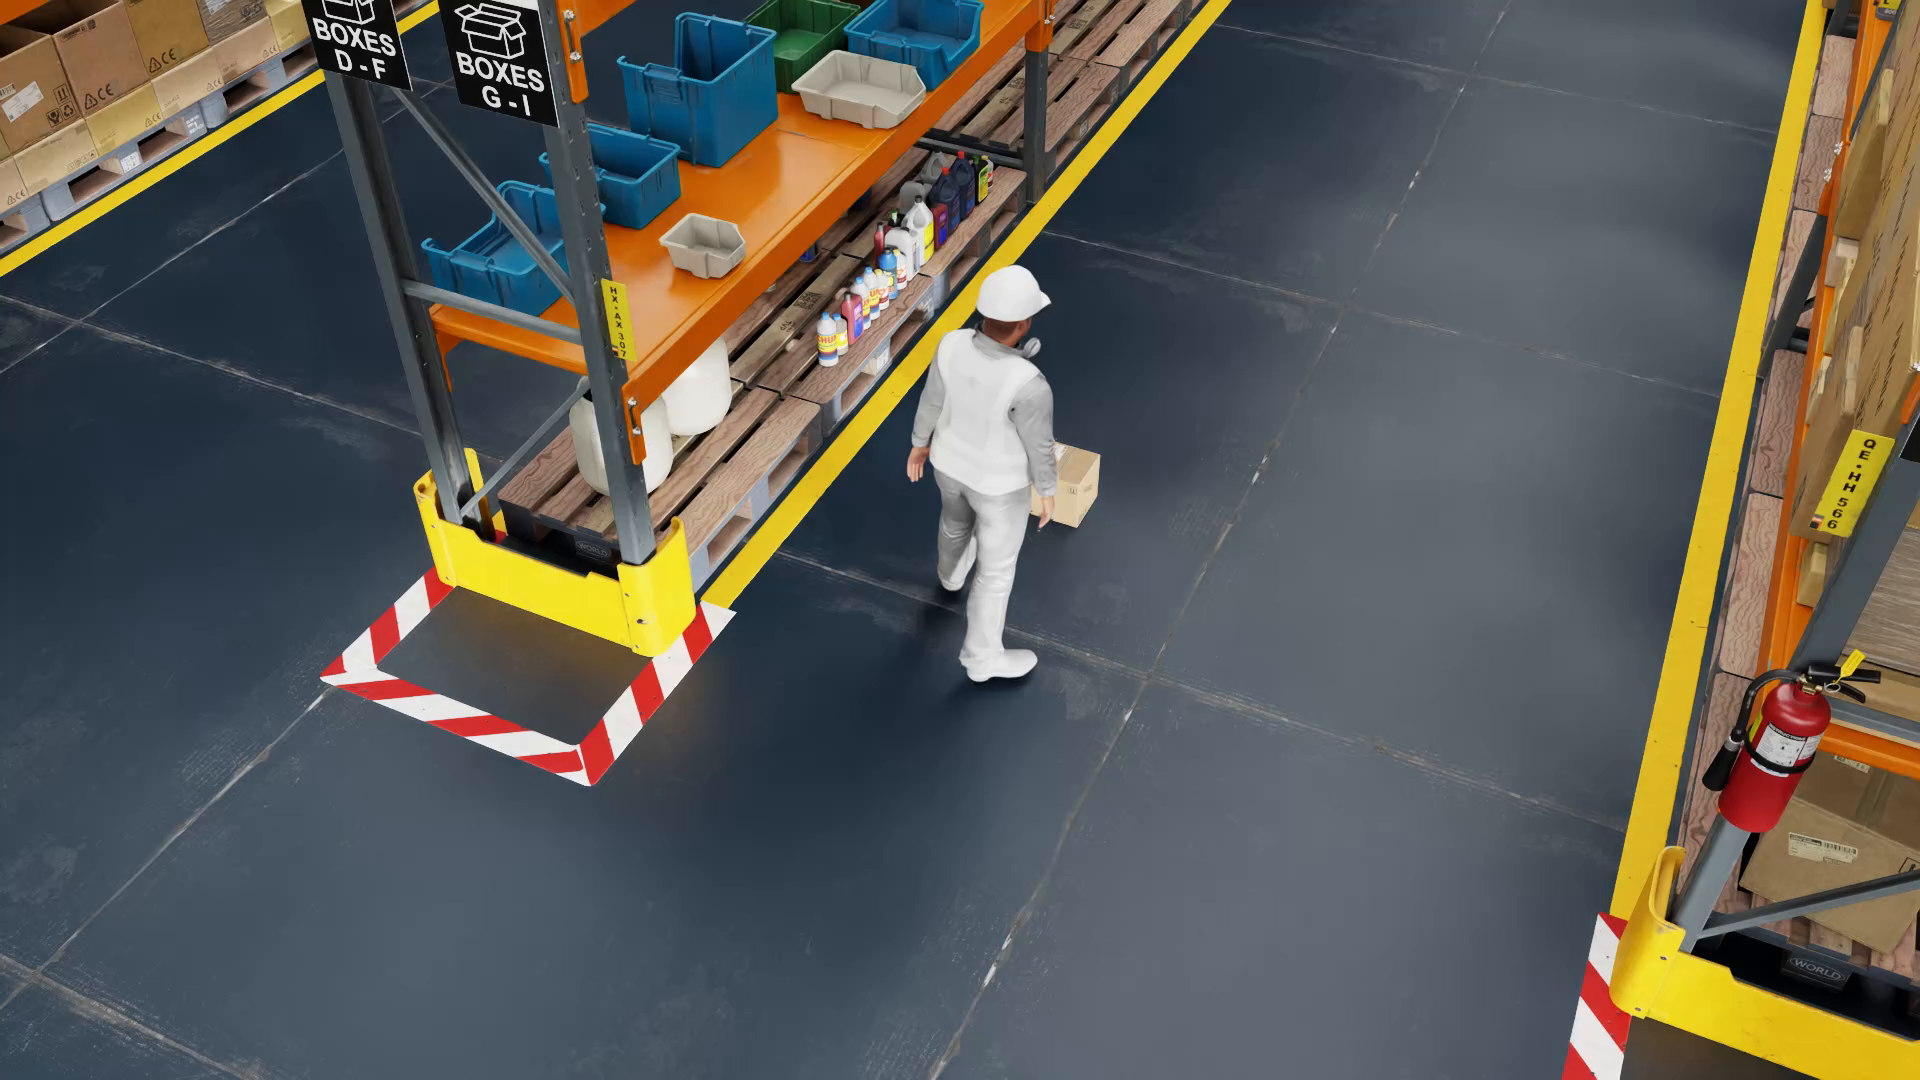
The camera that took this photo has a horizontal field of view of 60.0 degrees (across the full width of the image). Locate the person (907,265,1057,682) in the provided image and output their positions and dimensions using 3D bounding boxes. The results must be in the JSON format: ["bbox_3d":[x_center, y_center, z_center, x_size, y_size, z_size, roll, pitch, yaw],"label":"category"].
[{"bbox_3d":[0.091,-0.315,6.473,0.711,1.753,0.643,28,49,28],"label":"person"}]
